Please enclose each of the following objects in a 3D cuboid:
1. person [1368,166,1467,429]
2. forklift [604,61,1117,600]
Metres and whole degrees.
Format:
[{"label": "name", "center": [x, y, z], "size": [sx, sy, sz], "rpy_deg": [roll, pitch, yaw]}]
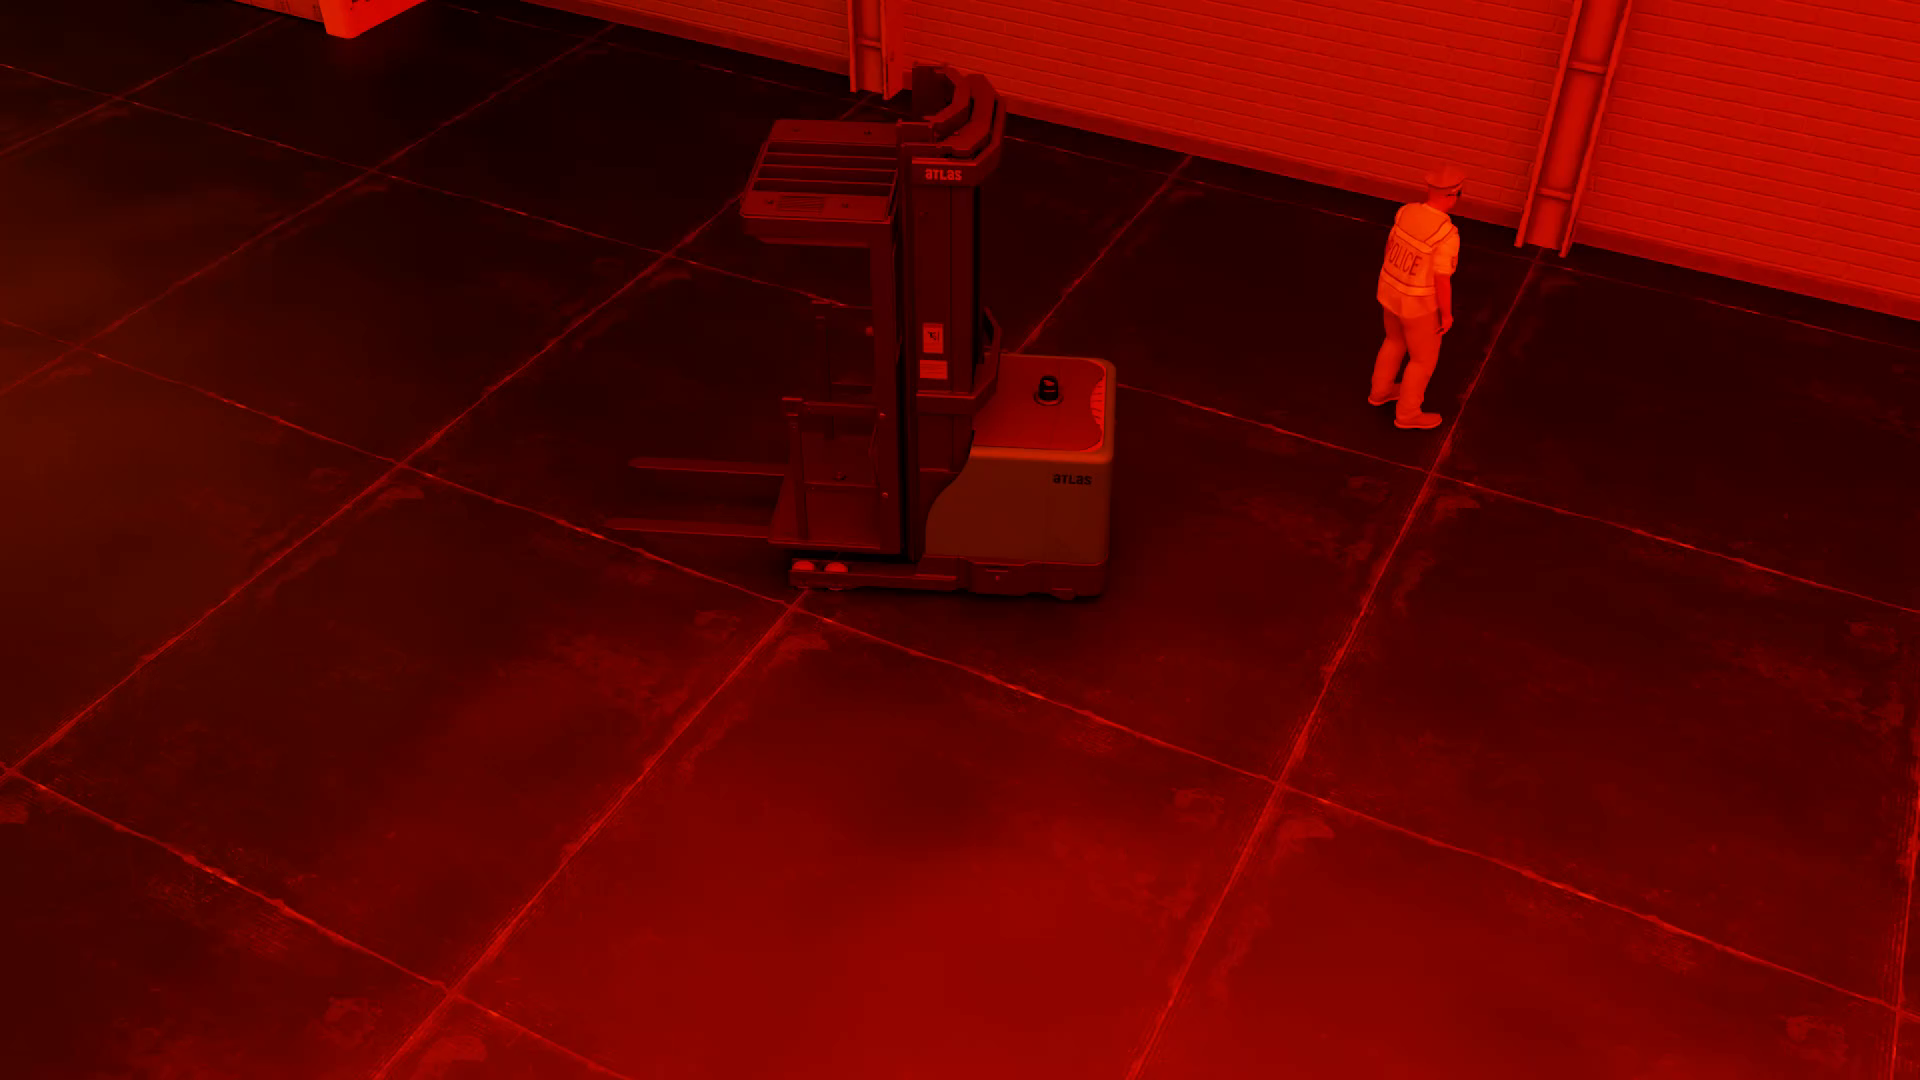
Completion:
[{"label": "person", "center": [2.942, -1.557, 10.751], "size": [0.438, 1.750, 0.607], "rpy_deg": [-18, 43, -20]}, {"label": "forklift", "center": [-0.606, -1.157, 9.360], "size": [3.031, 2.935, 1.130], "rpy_deg": [3, 40, 4]}]
